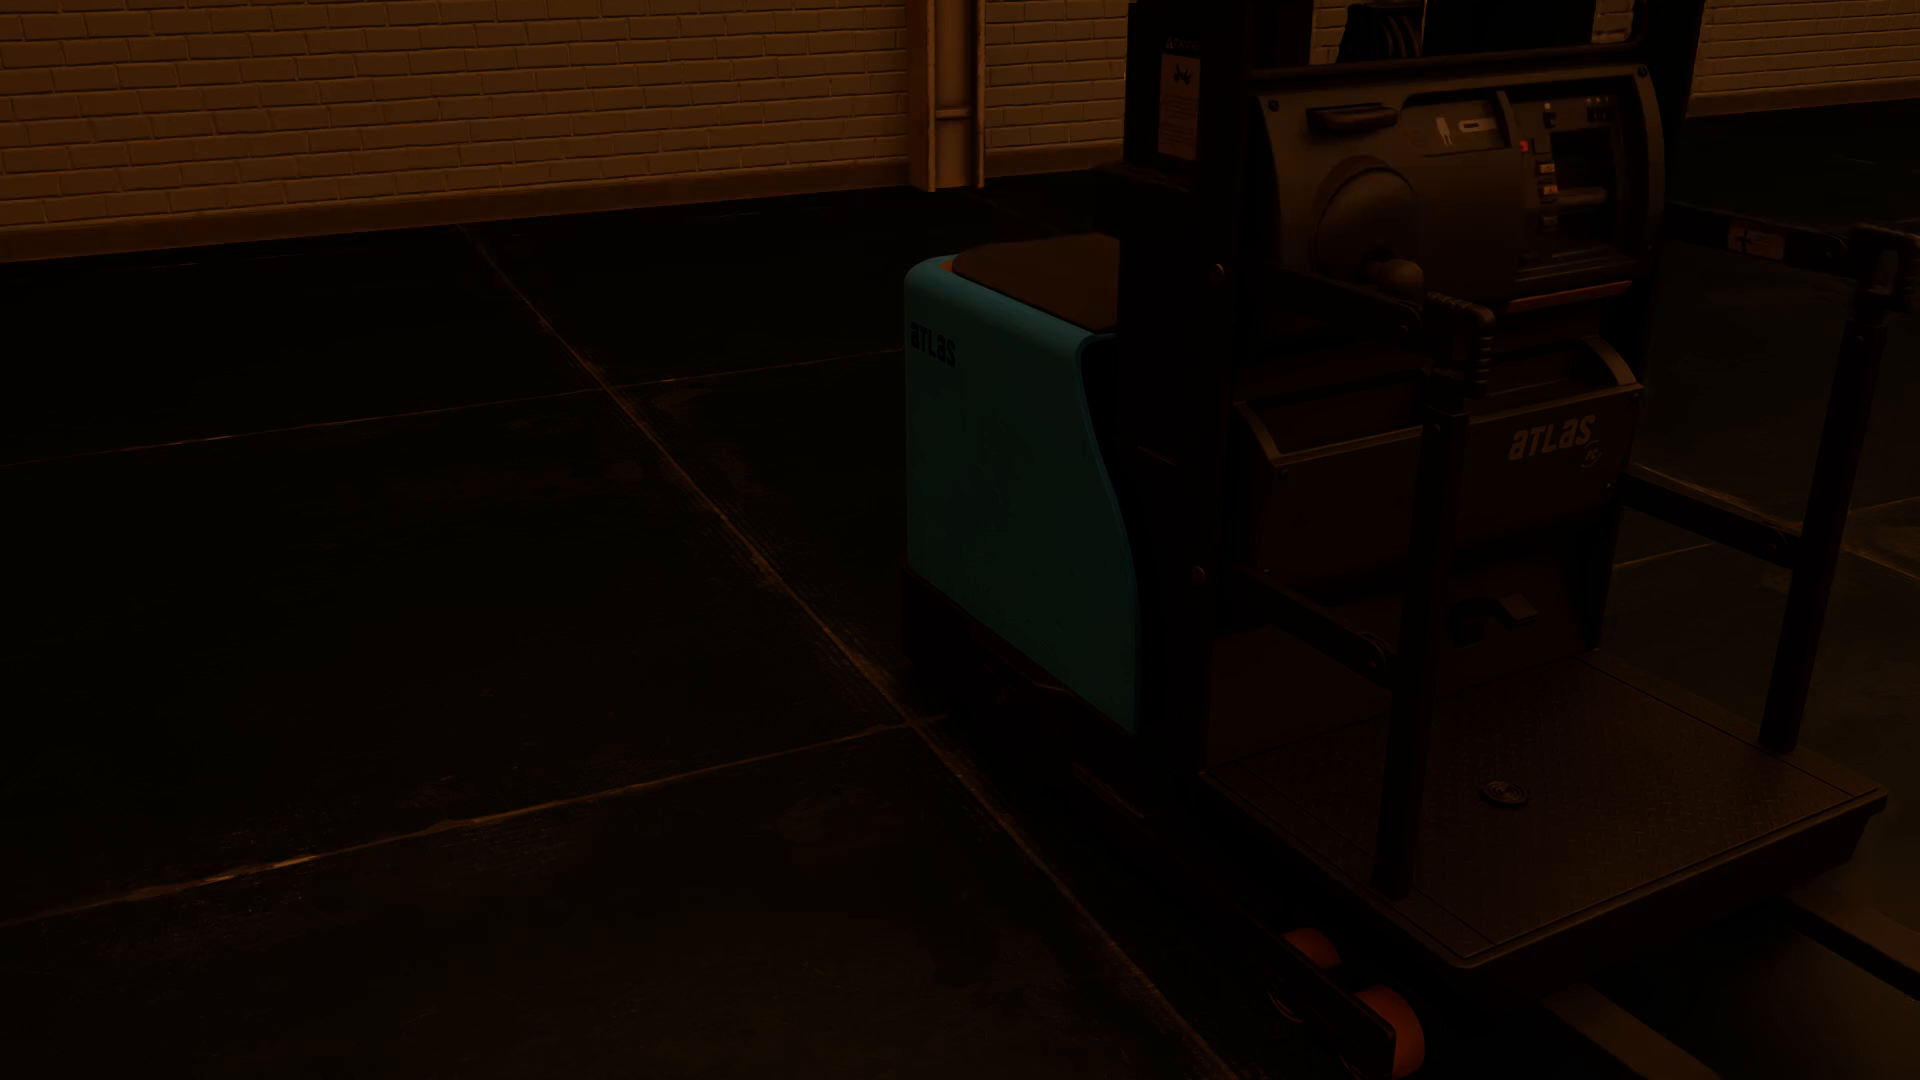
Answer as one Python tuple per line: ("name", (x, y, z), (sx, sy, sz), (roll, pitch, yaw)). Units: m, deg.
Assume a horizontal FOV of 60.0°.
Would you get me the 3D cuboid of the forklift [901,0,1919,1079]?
("forklift", (1.014, -0.618, 2.774), (1.130, 2.935, 3.031), (-12, 25, -27))
